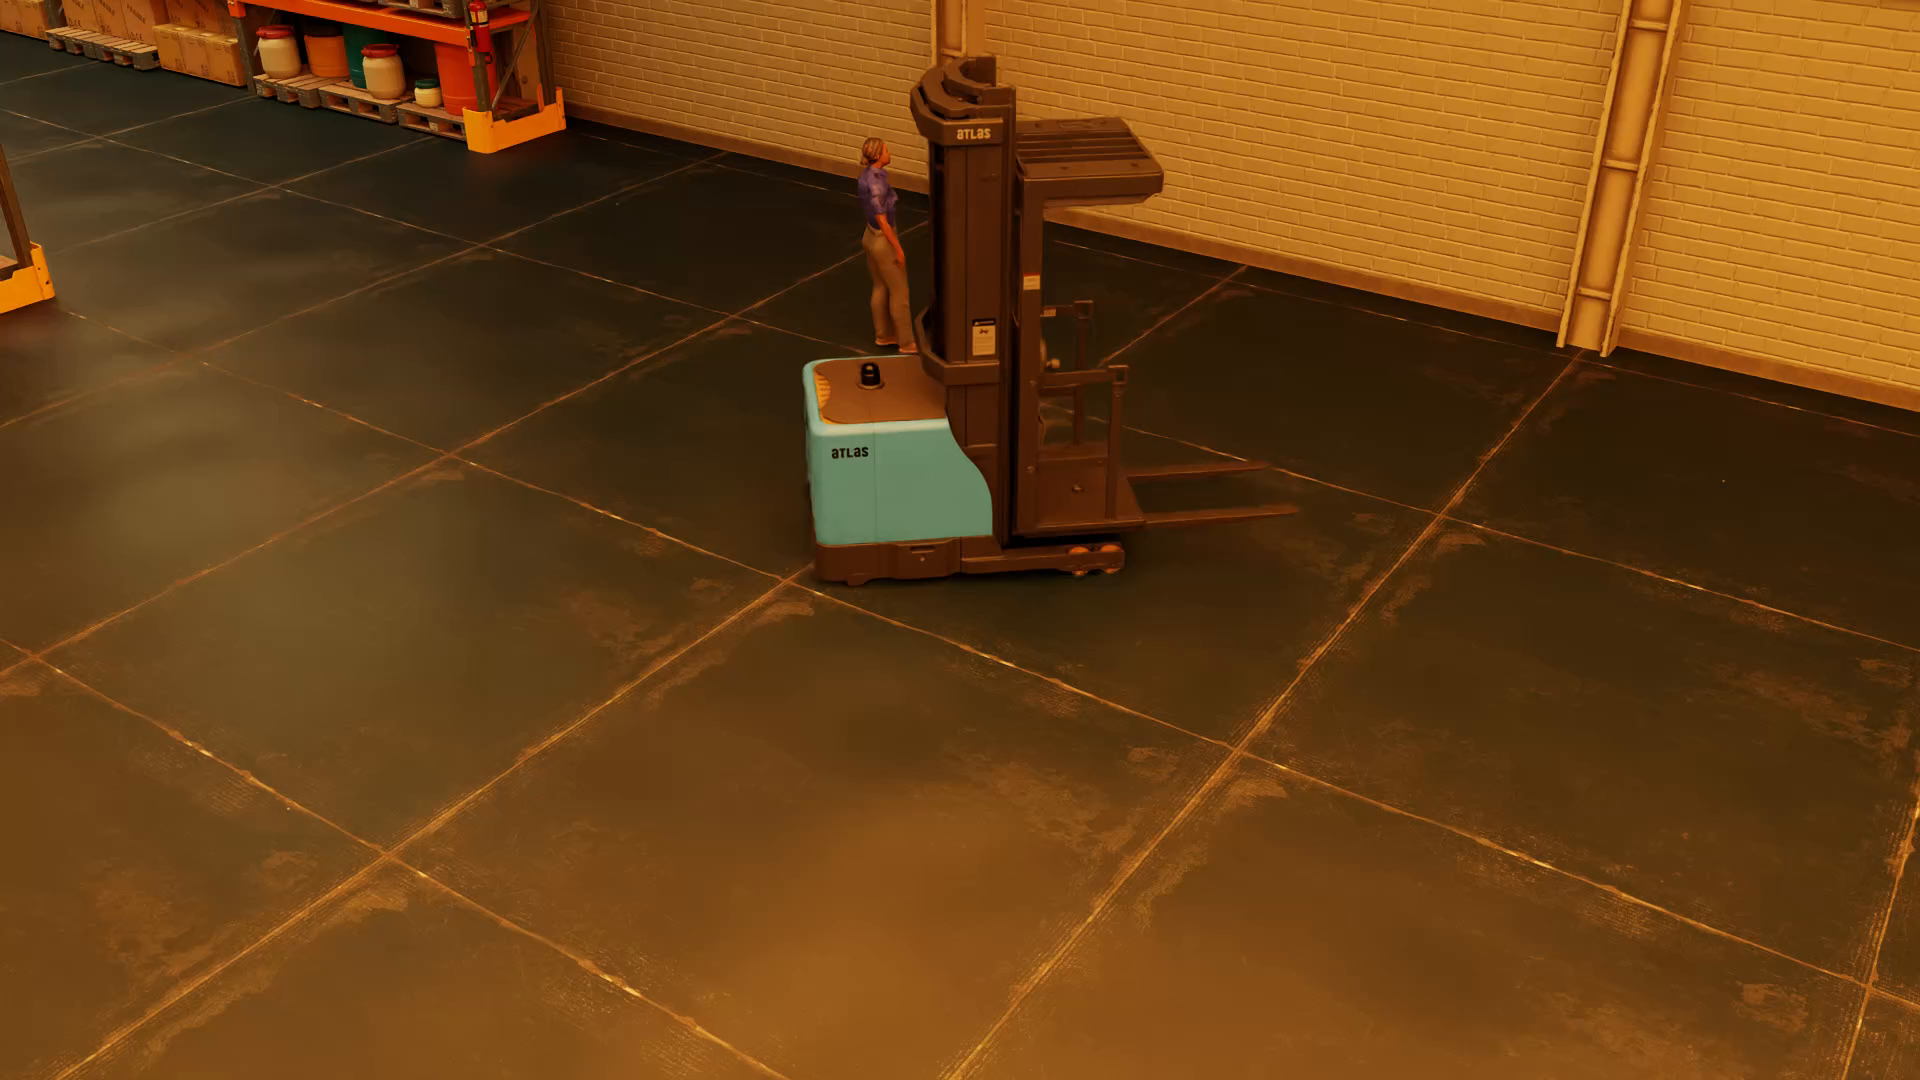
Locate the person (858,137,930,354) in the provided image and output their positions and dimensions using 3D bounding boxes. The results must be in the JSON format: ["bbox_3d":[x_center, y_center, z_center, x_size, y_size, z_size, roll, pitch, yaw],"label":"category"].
[{"bbox_3d":[-0.506,-2.269,12.749,0.504,1.656,0.563,-11,32,-18],"label":"person"}]

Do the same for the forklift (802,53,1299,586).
[{"bbox_3d":[0.573,-1.316,9.848,3.031,2.935,1.130,-4,30,-7],"label":"forklift"}]
